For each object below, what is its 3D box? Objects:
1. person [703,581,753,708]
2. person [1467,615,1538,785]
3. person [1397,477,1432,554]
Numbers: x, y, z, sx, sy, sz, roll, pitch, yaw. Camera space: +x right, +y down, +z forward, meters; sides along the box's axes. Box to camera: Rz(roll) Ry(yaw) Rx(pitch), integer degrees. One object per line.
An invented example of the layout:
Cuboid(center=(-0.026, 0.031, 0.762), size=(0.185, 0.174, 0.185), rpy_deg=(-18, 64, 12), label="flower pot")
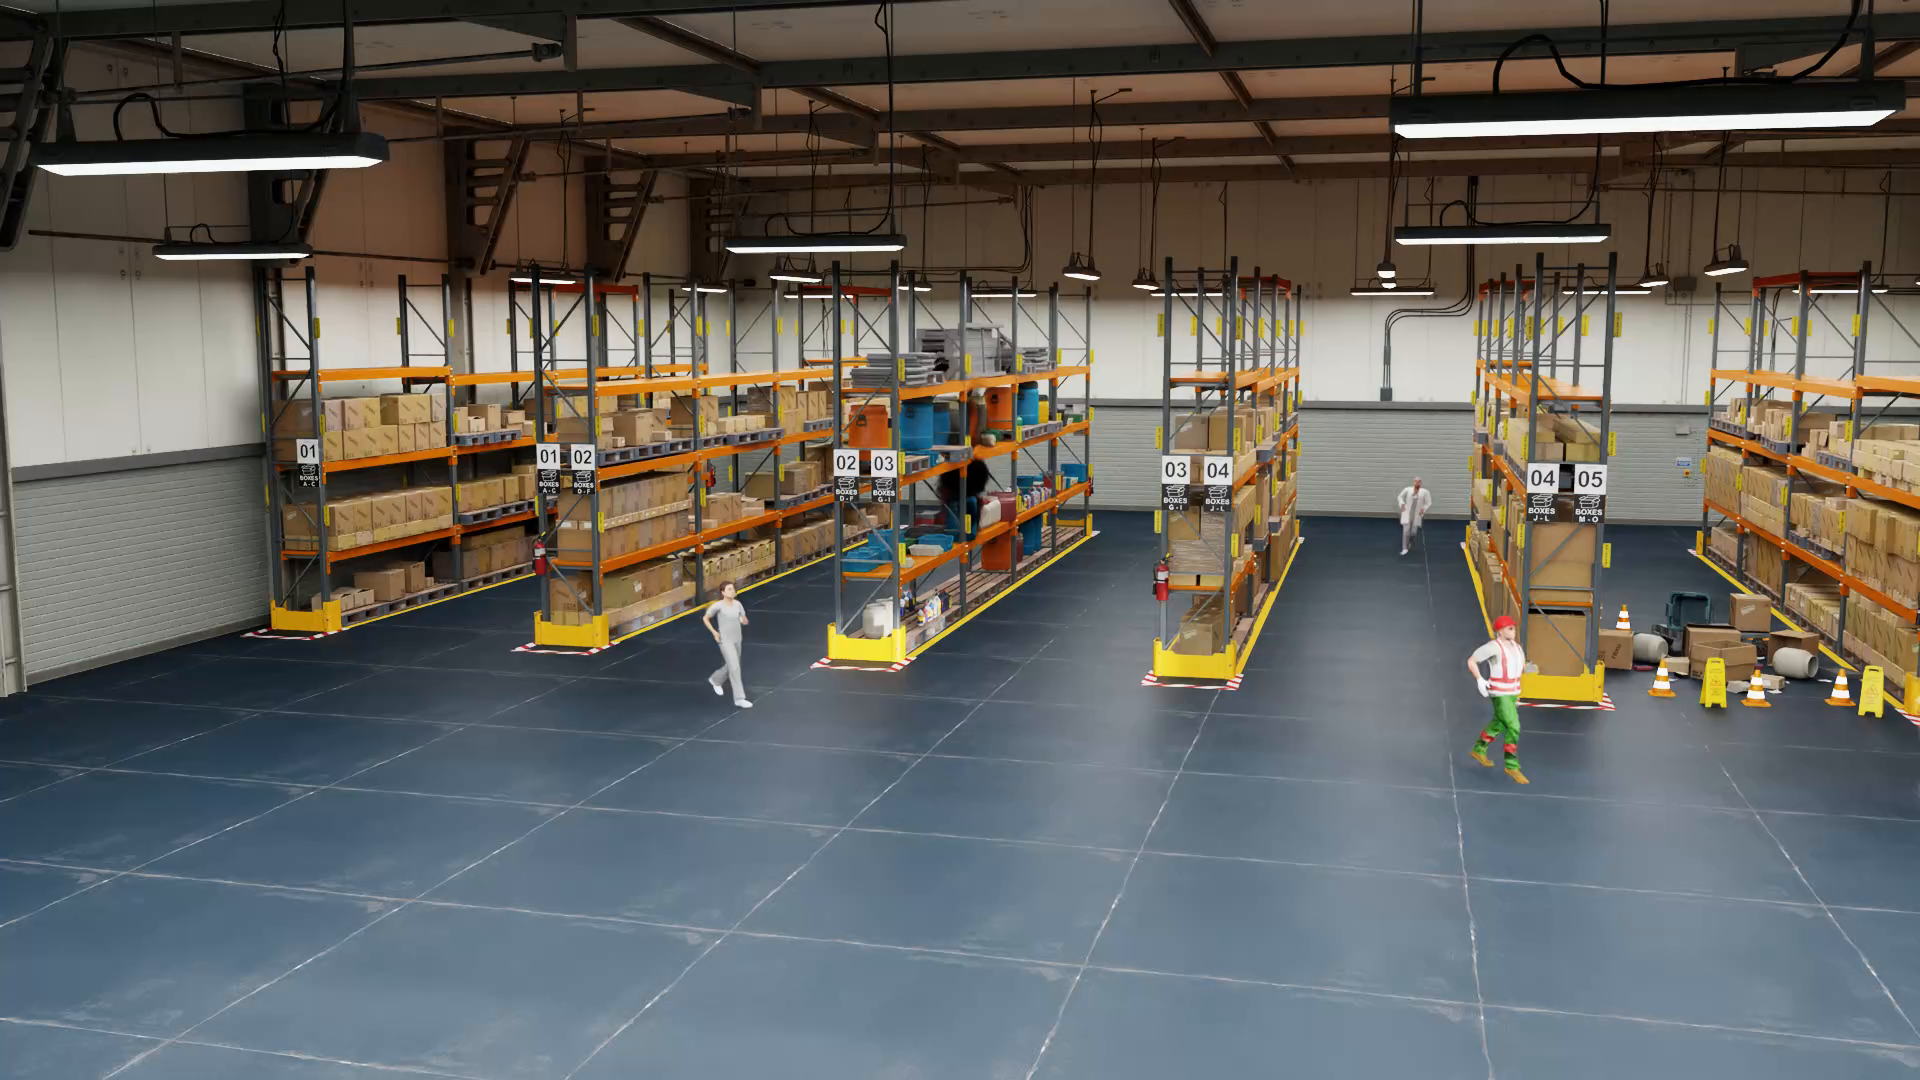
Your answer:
Cuboid(center=(-3.064, 1.359, 22.126), size=(0.914, 1.646, 0.570), rpy_deg=(6, 10, 42), label="person")
Cuboid(center=(6.067, 1.750, 18.604), size=(0.654, 1.834, 0.835), rpy_deg=(-6, 9, -40), label="person")
Cuboid(center=(10.153, -0.534, 37.201), size=(0.745, 1.679, 0.697), rpy_deg=(2, 8, 18), label="person")
